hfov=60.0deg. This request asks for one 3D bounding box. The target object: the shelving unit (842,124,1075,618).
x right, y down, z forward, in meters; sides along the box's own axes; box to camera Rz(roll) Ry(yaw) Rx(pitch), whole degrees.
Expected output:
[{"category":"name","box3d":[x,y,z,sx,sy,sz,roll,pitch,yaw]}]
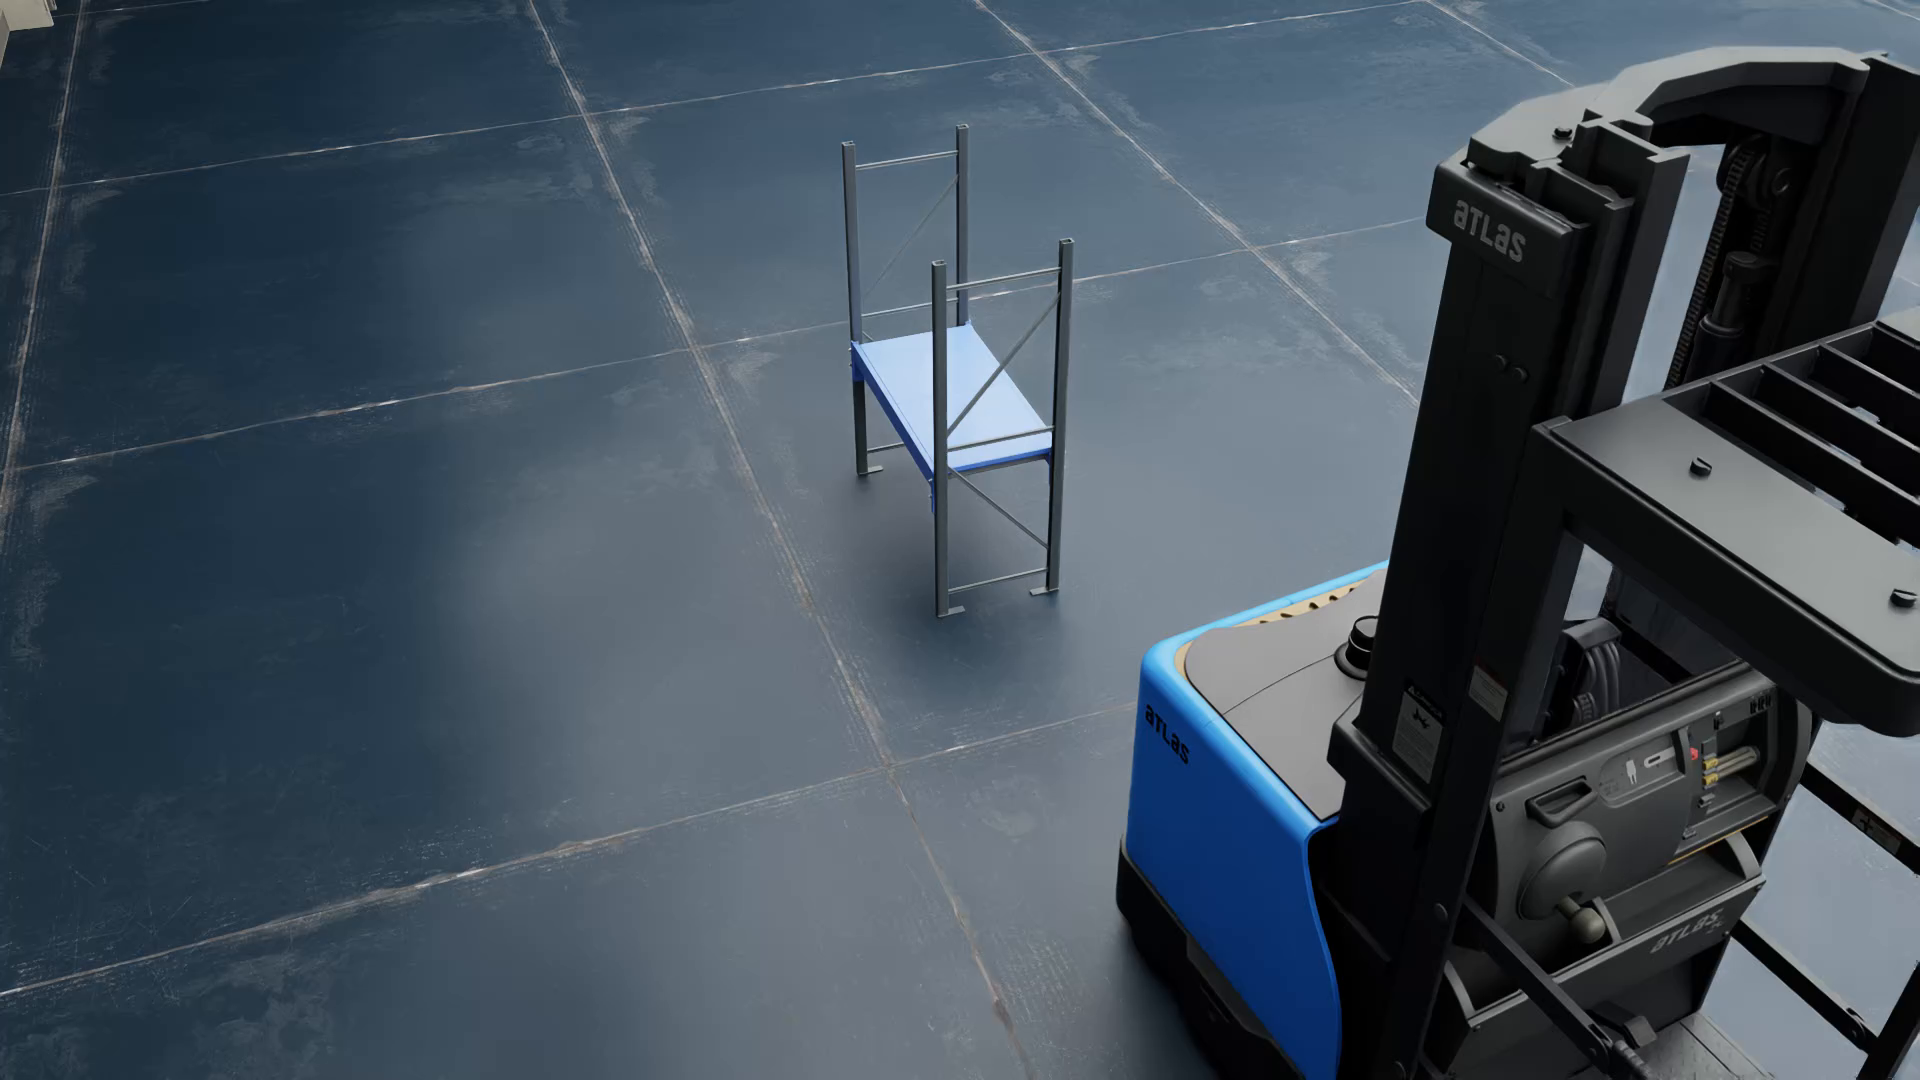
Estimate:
[{"category":"shelving unit","box3d":[-0.029,-0.647,6.363,0.538,1.500,1.048,-12,39,-16]}]

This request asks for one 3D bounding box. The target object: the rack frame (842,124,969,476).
[{"category":"rack frame","box3d":[-0.204,-0.934,6.744,0.500,1.500,0.032,-12,39,-16]}]

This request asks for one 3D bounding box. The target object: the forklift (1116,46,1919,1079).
[{"category":"forklift","box3d":[1.610,0.635,3.471,1.130,2.935,3.031,-17,40,-22]}]

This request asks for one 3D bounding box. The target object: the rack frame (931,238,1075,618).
[{"category":"rack frame","box3d":[0.146,-0.360,5.981,0.500,1.500,0.032,-12,39,-16]}]

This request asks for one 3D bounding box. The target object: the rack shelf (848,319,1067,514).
[{"category":"rack shelf","box3d":[-0.029,-0.504,6.471,0.538,0.185,1.000,-12,39,-16]}]
